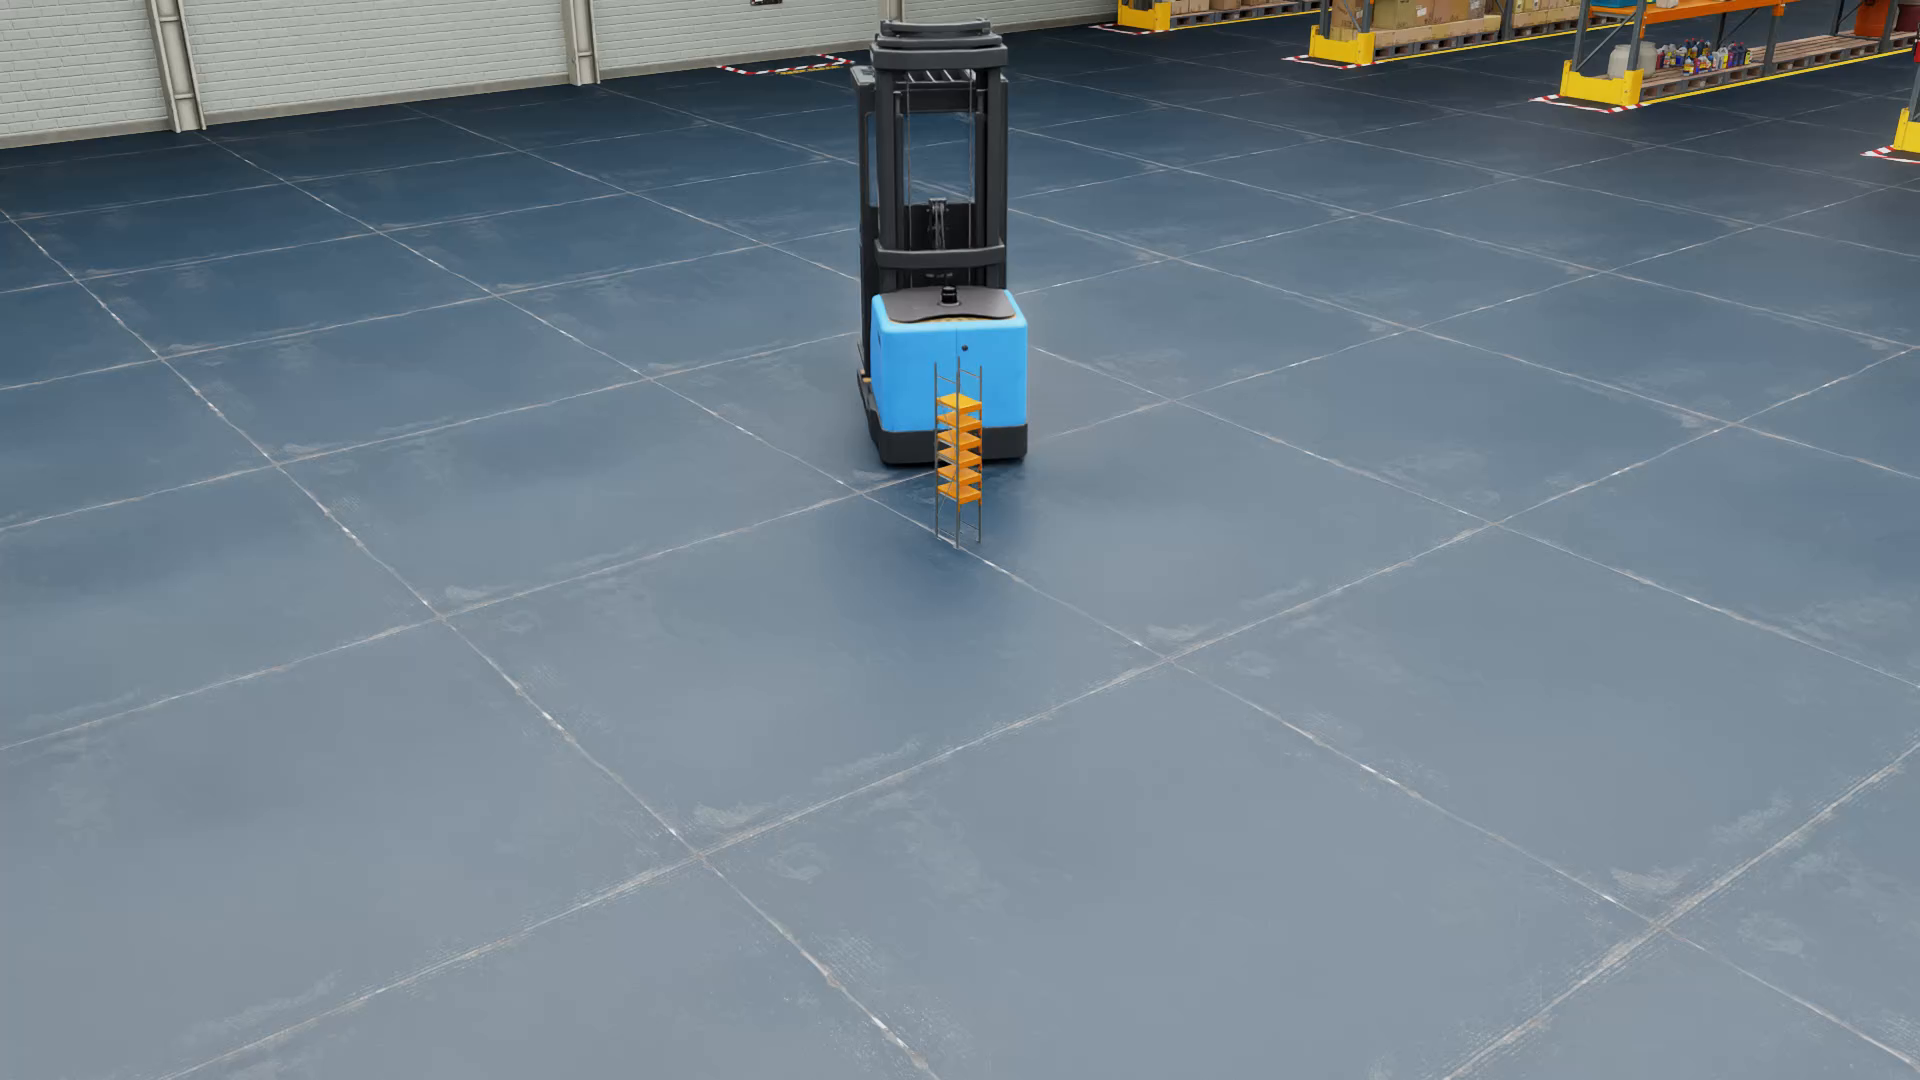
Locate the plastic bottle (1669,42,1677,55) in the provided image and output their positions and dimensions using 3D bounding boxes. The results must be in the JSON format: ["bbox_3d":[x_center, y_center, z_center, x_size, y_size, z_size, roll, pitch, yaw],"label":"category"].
[{"bbox_3d":[11.365,-7.774,26.562,0.185,0.351,0.144,-19,31,-34],"label":"plastic bottle"}]

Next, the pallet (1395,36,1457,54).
[{"bbox_3d":[8.074,-8.874,29.619,1.213,0.211,1.003,-18,31,-34],"label":"pallet"}]

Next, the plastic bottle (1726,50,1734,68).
[{"bbox_3d":[12.157,-7.607,26.281,0.133,0.283,0.061,-16,29,-31],"label":"plastic bottle"}]

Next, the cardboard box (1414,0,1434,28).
[{"bbox_3d":[7.876,-9.224,28.939,0.500,0.500,0.500,-18,31,-34],"label":"cardboard box"}]

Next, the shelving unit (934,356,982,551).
[{"bbox_3d":[-0.011,-0.540,10.489,0.189,1.200,0.258,-18,31,-34],"label":"shelving unit"}]

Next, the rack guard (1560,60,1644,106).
[{"bbox_3d":[9.623,-6.870,24.959,0.348,0.500,1.175,-18,31,-34],"label":"rack guard"}]

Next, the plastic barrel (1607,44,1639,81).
[{"bbox_3d":[10.063,-7.227,25.215,0.421,0.512,0.421,0,25,0],"label":"plastic barrel"}]

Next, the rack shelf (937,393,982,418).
[{"bbox_3d":[-0.011,-0.827,10.356,0.180,0.103,0.258,-18,31,-34],"label":"rack shelf"}]

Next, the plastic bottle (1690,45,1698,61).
[{"bbox_3d":[11.809,-7.820,26.755,0.097,0.271,0.097,0,25,0],"label":"plastic bottle"}]

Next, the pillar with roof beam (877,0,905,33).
[{"bbox_3d":[1.431,-11.456,24.744,0.400,9.000,9.100,-18,31,-34],"label":"pillar with roof beam"}]

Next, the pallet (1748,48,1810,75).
[{"bbox_3d":[13.334,-7.960,27.650,1.213,0.211,1.003,-18,31,-34],"label":"pallet"}]

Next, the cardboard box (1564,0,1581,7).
[{"bbox_3d":[11.374,-10.272,31.421,0.500,0.311,0.500,-17,30,-33],"label":"cardboard box"}]

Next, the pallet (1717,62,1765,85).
[{"bbox_3d":[12.185,-7.582,26.837,1.213,0.211,1.003,-18,31,-34],"label":"pallet"}]

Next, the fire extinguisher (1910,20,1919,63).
[{"bbox_3d":[12.274,-6.416,21.103,0.183,0.674,0.296,-18,31,-34],"label":"fire extinguisher"}]

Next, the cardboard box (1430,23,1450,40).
[{"bbox_3d":[8.279,-9.009,29.365,0.500,0.250,0.500,-18,31,-34],"label":"cardboard box"}]

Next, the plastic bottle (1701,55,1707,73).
[{"bbox_3d":[11.560,-7.414,25.879,0.097,0.271,0.097,0,25,0],"label":"plastic bottle"}]

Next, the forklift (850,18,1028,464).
[{"bbox_3d":[-0.227,-2.458,12.564,1.130,2.935,3.031,-3,25,-7],"label":"forklift"}]

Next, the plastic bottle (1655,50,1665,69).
[{"bbox_3d":[11.048,-7.580,26.223,0.133,0.283,0.061,-18,31,-34],"label":"plastic bottle"}]

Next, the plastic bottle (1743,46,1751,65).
[{"bbox_3d":[12.565,-7.741,26.571,0.133,0.283,0.061,-17,30,-32],"label":"plastic bottle"}]

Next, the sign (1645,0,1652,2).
[{"bbox_3d":[9.928,-7.911,23.904,0.005,0.325,0.100,-18,31,-34],"label":"sign"}]

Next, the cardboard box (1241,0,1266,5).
[{"bbox_3d":[5.834,-11.073,33.492,0.500,0.500,0.500,-21,32,-38],"label":"cardboard box"}]

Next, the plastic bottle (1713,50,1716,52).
[{"bbox_3d":[11.922,-7.606,26.280,0.133,0.283,0.061,-18,31,-34],"label":"plastic bottle"}]

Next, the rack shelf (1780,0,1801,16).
[{"bbox_3d":[14.314,-9.201,27.867,4.000,0.370,1.077,-18,31,-34],"label":"rack shelf"}]

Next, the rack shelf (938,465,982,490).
[{"bbox_3d":[-0.011,-0.391,10.559,0.180,0.103,0.258,-18,31,-34],"label":"rack shelf"}]

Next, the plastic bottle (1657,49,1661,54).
[{"bbox_3d":[10.982,-7.612,26.300,0.135,0.276,0.152,-18,30,-34],"label":"plastic bottle"}]

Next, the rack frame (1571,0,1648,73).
[{"bbox_3d":[9.592,-7.969,24.357,0.127,3.000,1.000,-18,31,-34],"label":"rack frame"}]

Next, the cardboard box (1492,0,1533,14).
[{"bbox_3d":[10.165,-9.872,30.560,0.500,0.311,0.500,-18,30,-34],"label":"cardboard box"}]

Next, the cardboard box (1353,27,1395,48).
[{"bbox_3d":[7.098,-8.620,28.527,0.500,0.250,0.500,-18,31,-34],"label":"cardboard box"}]

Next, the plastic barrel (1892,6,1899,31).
[{"bbox_3d":[16.651,-9.418,29.936,0.421,0.512,0.421,0,25,0],"label":"plastic barrel"}]

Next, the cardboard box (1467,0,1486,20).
[{"bbox_3d":[9.055,-9.614,29.779,0.500,0.500,0.500,-18,31,-34],"label":"cardboard box"}]

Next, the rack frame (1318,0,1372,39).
[{"bbox_3d":[6.538,-9.611,27.895,0.127,3.000,1.000,-18,31,-34],"label":"rack frame"}]

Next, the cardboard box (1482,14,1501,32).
[{"bbox_3d":[9.456,-9.400,30.209,0.500,0.250,0.500,-18,31,-34],"label":"cardboard box"}]

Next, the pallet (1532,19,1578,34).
[{"bbox_3d":[11.203,-9.908,31.848,1.213,0.211,1.003,-18,31,-34],"label":"pallet"}]

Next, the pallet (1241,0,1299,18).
[{"bbox_3d":[6.120,-10.839,33.853,1.213,0.211,1.003,-18,31,-34],"label":"pallet"}]

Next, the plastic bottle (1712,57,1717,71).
[{"bbox_3d":[11.799,-7.461,26.064,0.097,0.201,0.097,0,25,0],"label":"plastic bottle"}]

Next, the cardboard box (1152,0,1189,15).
[{"bbox_3d":[4.079,-10.381,32.225,0.500,0.311,0.500,-23,33,-40],"label":"cardboard box"}]

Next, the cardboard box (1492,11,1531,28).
[{"bbox_3d":[10.156,-9.616,30.673,0.500,0.250,0.500,-19,31,-35],"label":"cardboard box"}]

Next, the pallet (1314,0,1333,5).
[{"bbox_3d":[8.199,-11.546,35.378,1.213,0.211,1.003,-18,31,-34],"label":"pallet"}]

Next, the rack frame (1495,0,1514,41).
[{"bbox_3d":[9.686,-10.650,30.134,0.127,3.000,1.000,-18,31,-34],"label":"rack frame"}]

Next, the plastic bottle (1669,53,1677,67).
[{"bbox_3d":[11.328,-7.629,26.428,0.097,0.201,0.097,0,25,0],"label":"plastic bottle"}]

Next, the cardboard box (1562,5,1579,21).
[{"bbox_3d":[11.366,-10.015,31.534,0.500,0.250,0.500,-18,30,-33],"label":"cardboard box"}]

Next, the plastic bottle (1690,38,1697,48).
[{"bbox_3d":[11.848,-7.934,26.905,0.185,0.351,0.144,-17,30,-33],"label":"plastic bottle"}]

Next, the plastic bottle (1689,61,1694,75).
[{"bbox_3d":[11.293,-7.294,25.704,0.097,0.201,0.097,0,25,0],"label":"plastic bottle"}]
